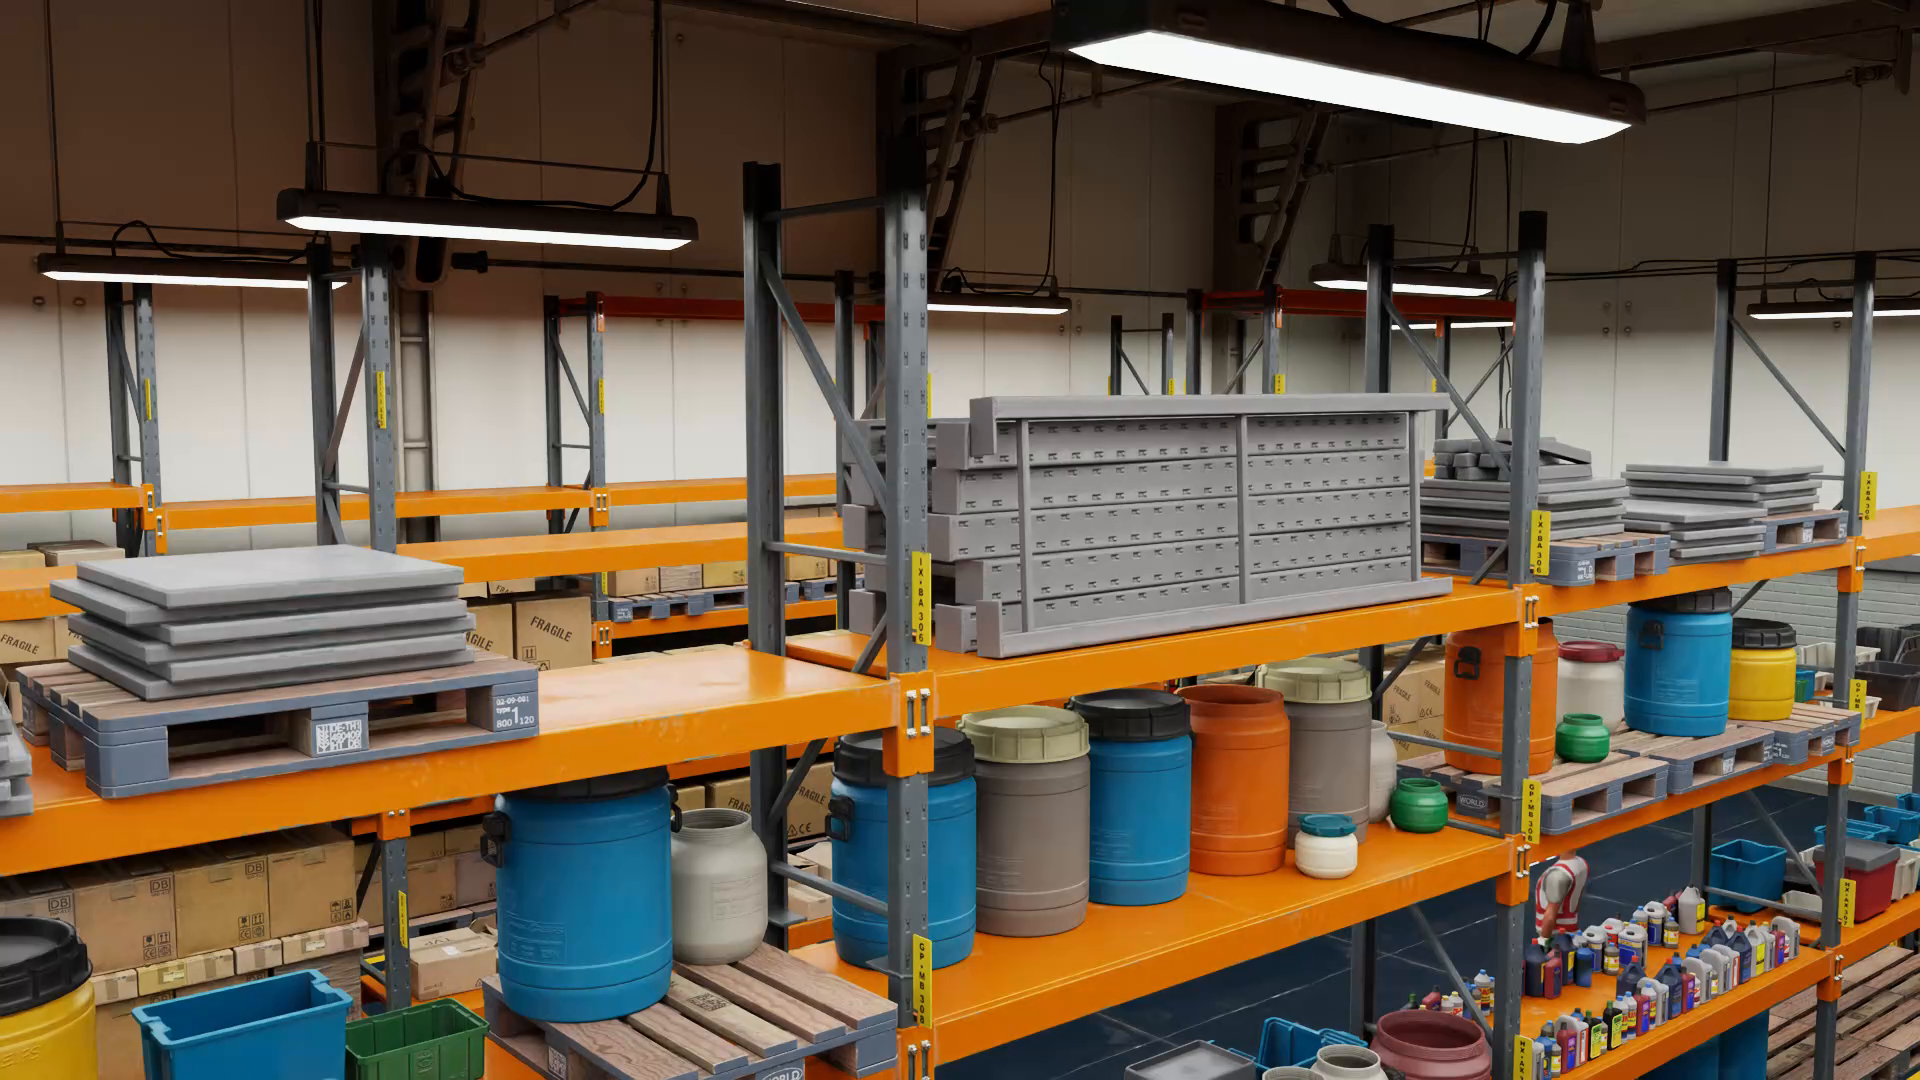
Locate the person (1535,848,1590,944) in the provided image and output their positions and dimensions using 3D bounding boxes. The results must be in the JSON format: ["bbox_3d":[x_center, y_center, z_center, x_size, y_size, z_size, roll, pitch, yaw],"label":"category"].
[{"bbox_3d":[4.558,3.075,12.878,0.564,1.744,0.527,2,6,20],"label":"person"}]
